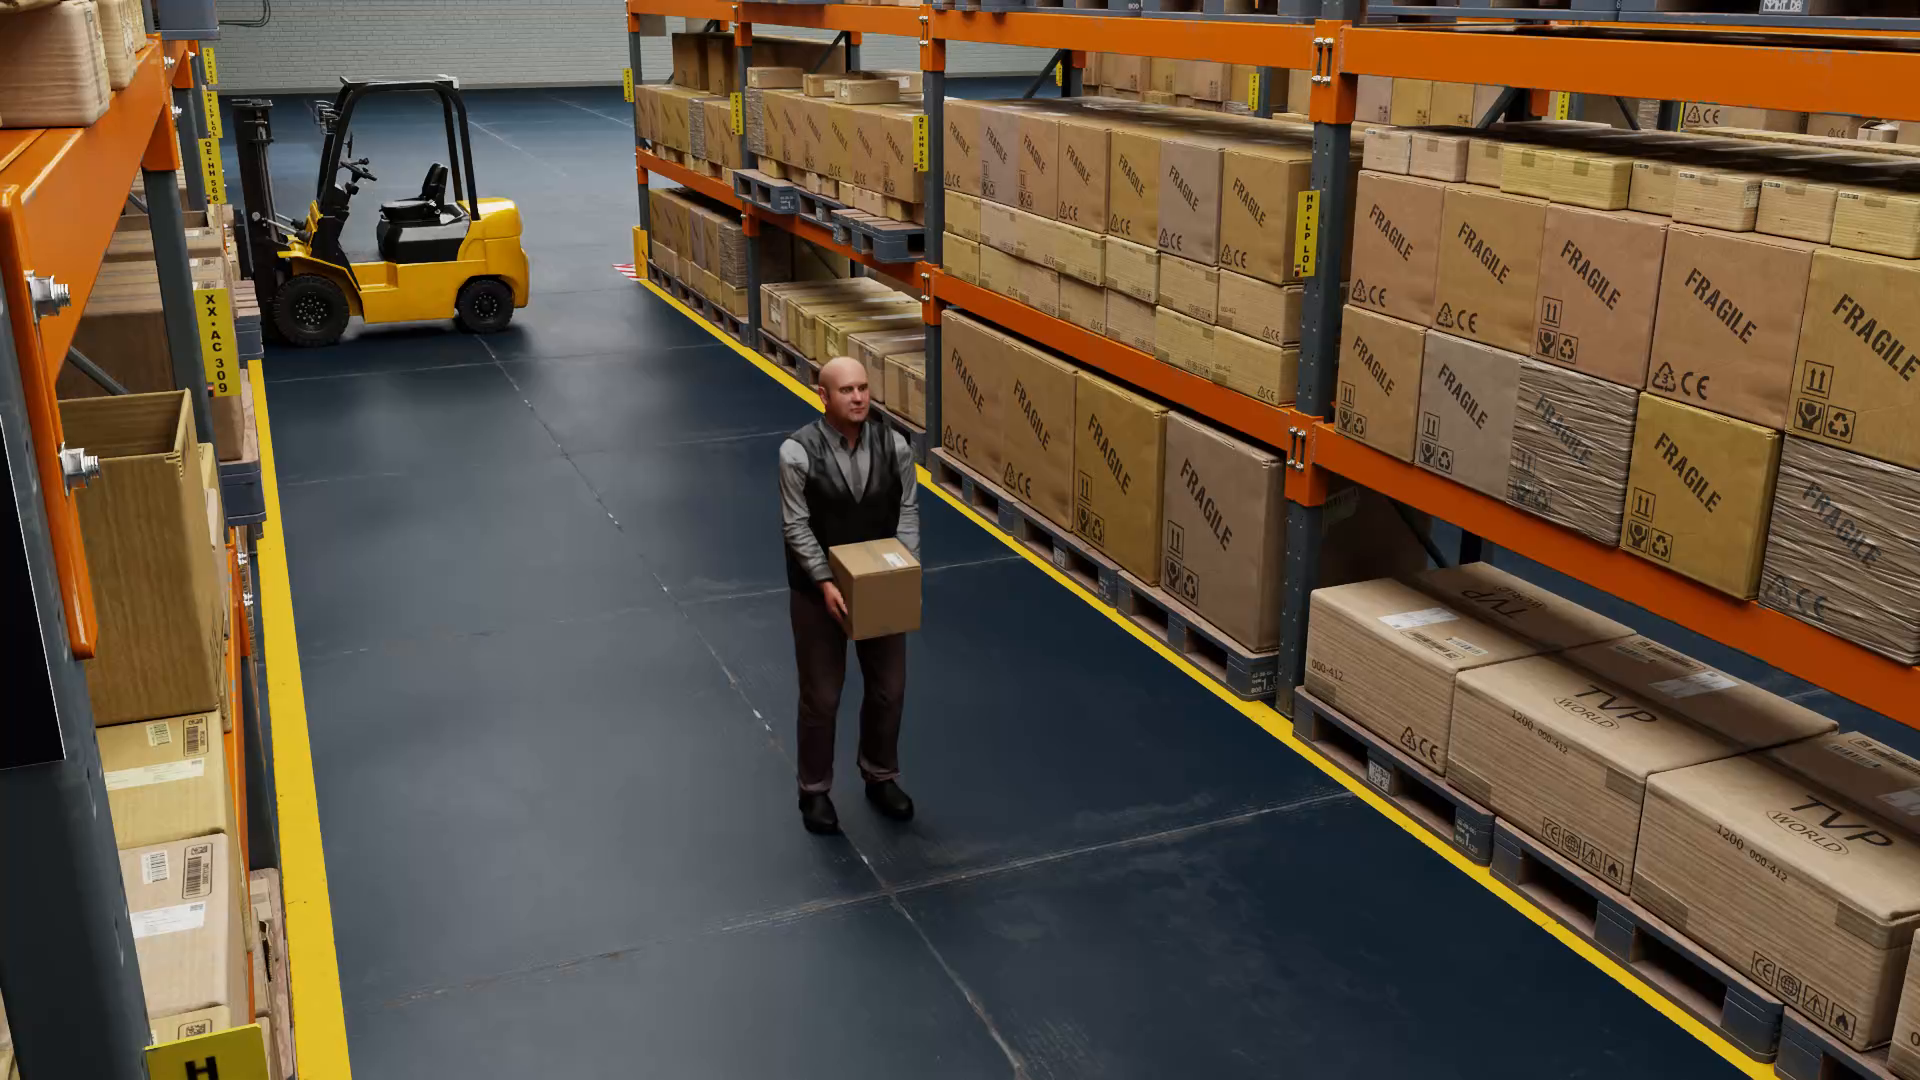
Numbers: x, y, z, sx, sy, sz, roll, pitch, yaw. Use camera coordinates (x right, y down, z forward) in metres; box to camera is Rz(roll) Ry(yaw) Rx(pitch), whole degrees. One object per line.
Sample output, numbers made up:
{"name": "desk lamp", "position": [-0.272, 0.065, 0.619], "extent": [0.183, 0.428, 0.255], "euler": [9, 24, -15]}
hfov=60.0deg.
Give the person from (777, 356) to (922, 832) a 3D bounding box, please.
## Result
{"name": "person", "position": [-0.384, 0.217, 5.953], "extent": [0.478, 1.726, 0.520], "euler": [-8, 20, -22]}
